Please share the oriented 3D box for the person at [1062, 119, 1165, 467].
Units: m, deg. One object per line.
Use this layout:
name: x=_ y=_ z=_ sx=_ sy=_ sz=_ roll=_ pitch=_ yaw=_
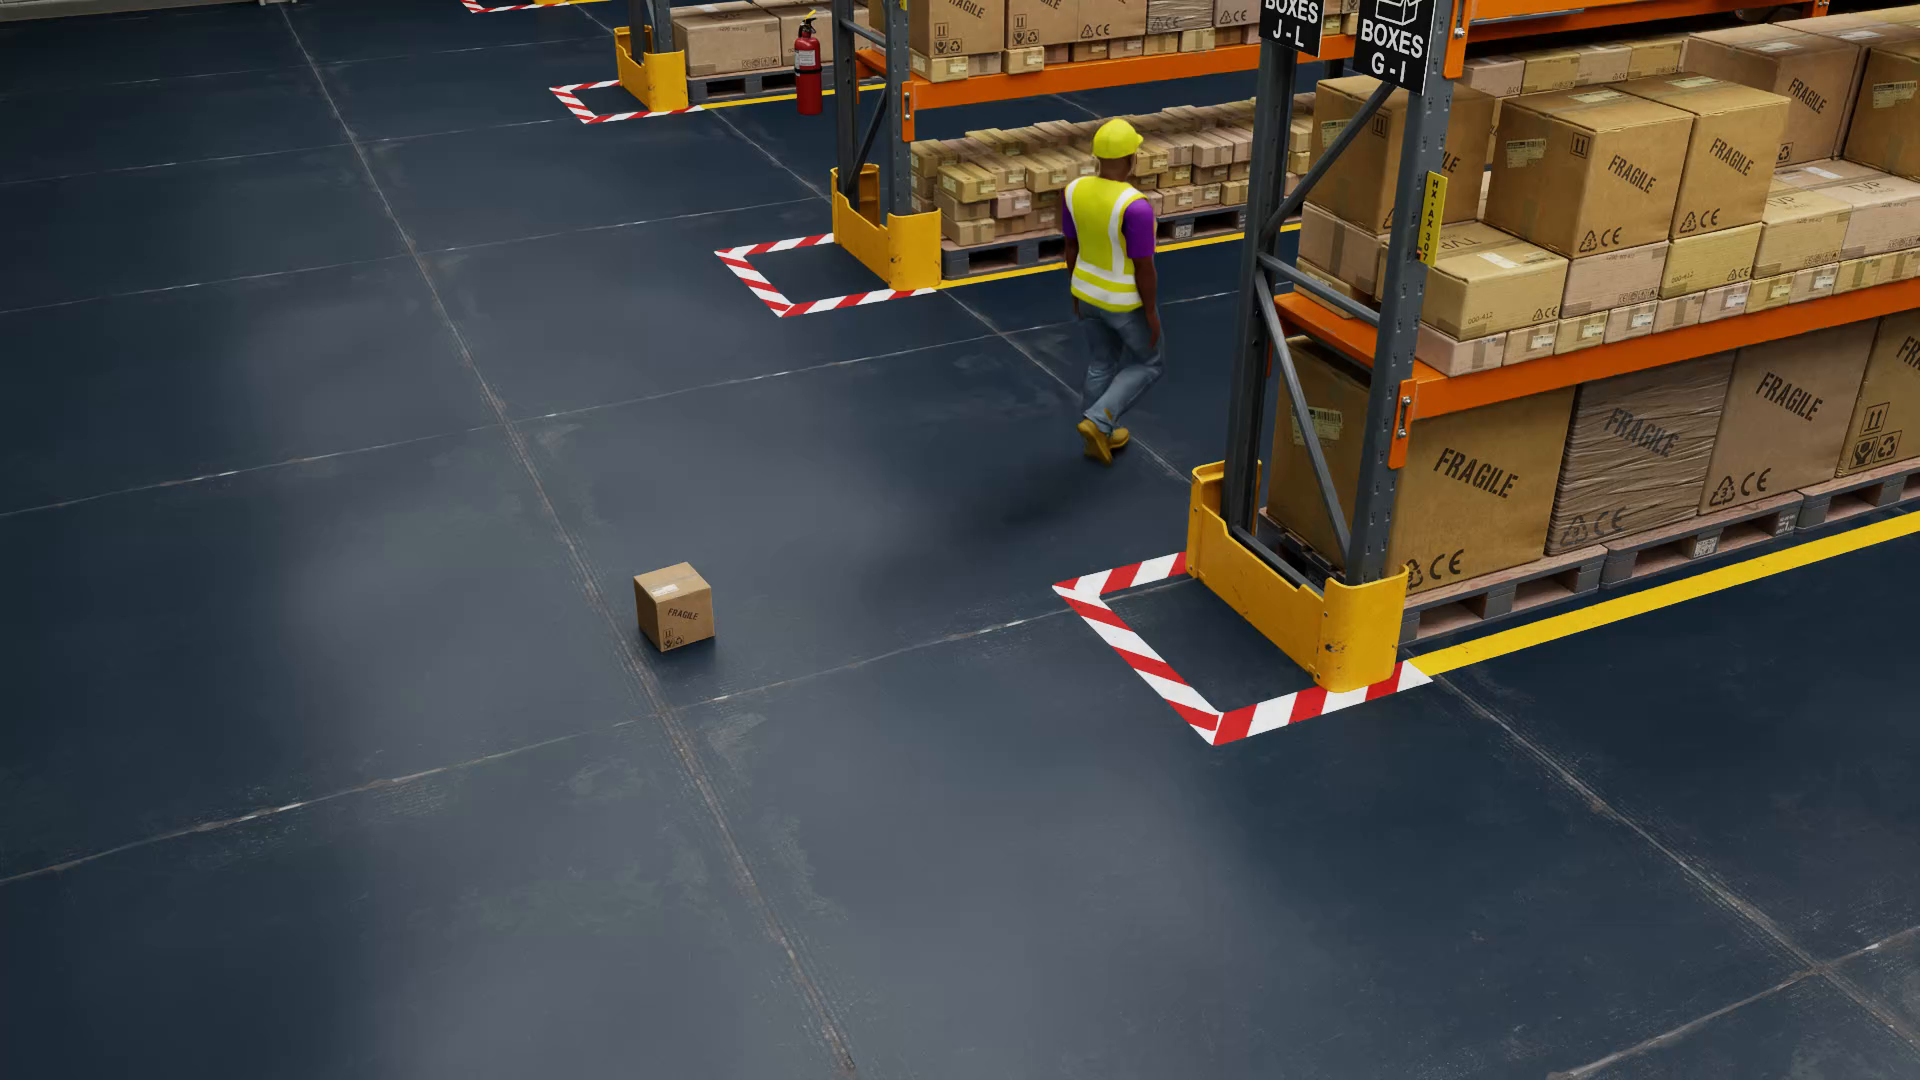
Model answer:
person: x=0.743 y=-1.188 z=8.172 sx=0.540 sy=1.757 sz=0.591 roll=-25 pitch=38 yaw=-37
